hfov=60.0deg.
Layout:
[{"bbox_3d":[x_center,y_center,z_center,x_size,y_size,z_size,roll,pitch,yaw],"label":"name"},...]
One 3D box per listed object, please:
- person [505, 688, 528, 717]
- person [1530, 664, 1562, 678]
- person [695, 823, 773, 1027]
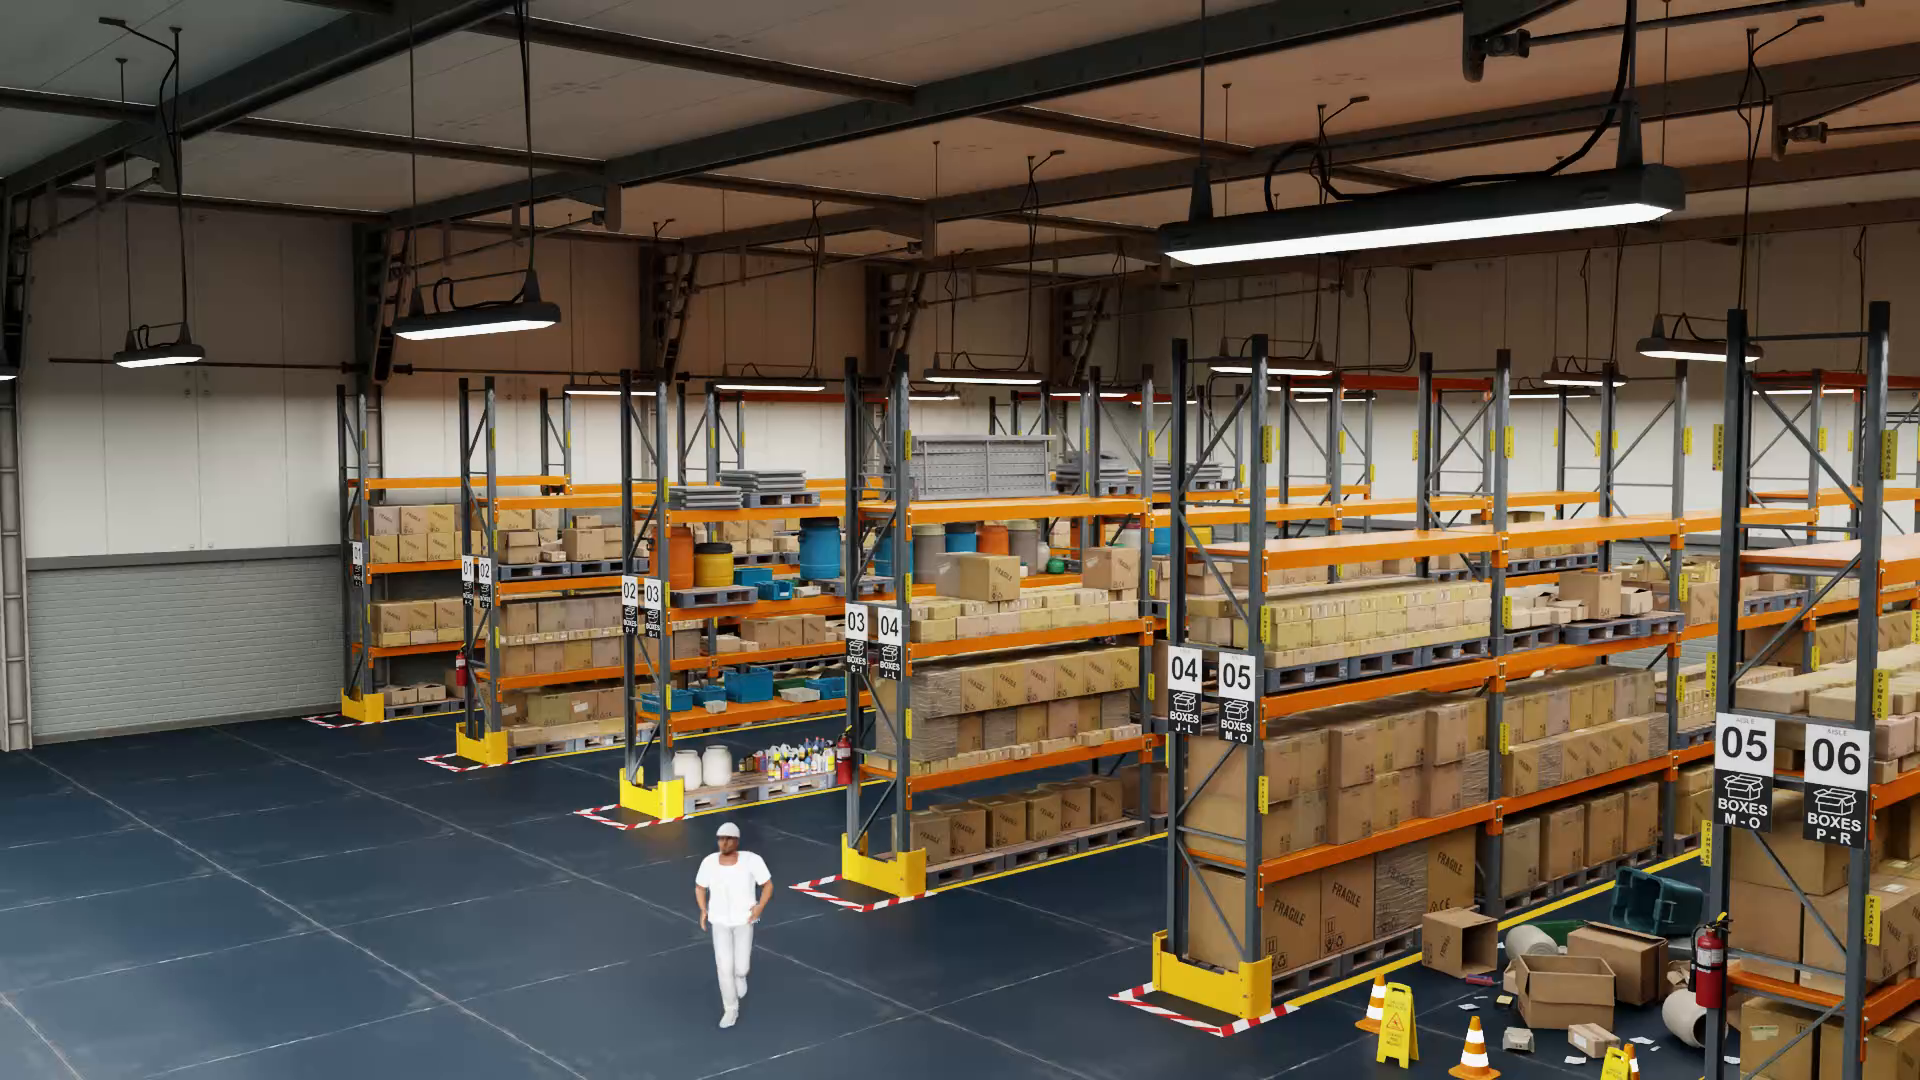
[{"bbox_3d":[-7.673,2.476,28.519,0.571,1.628,0.752,3,5,40],"label":"person"},{"bbox_3d":[8.860,2.606,25.035,0.690,1.777,1.050,3,5,40],"label":"person"},{"bbox_3d":[-2.000,3.344,14.652,0.693,1.742,0.640,0,4,2],"label":"person"}]
